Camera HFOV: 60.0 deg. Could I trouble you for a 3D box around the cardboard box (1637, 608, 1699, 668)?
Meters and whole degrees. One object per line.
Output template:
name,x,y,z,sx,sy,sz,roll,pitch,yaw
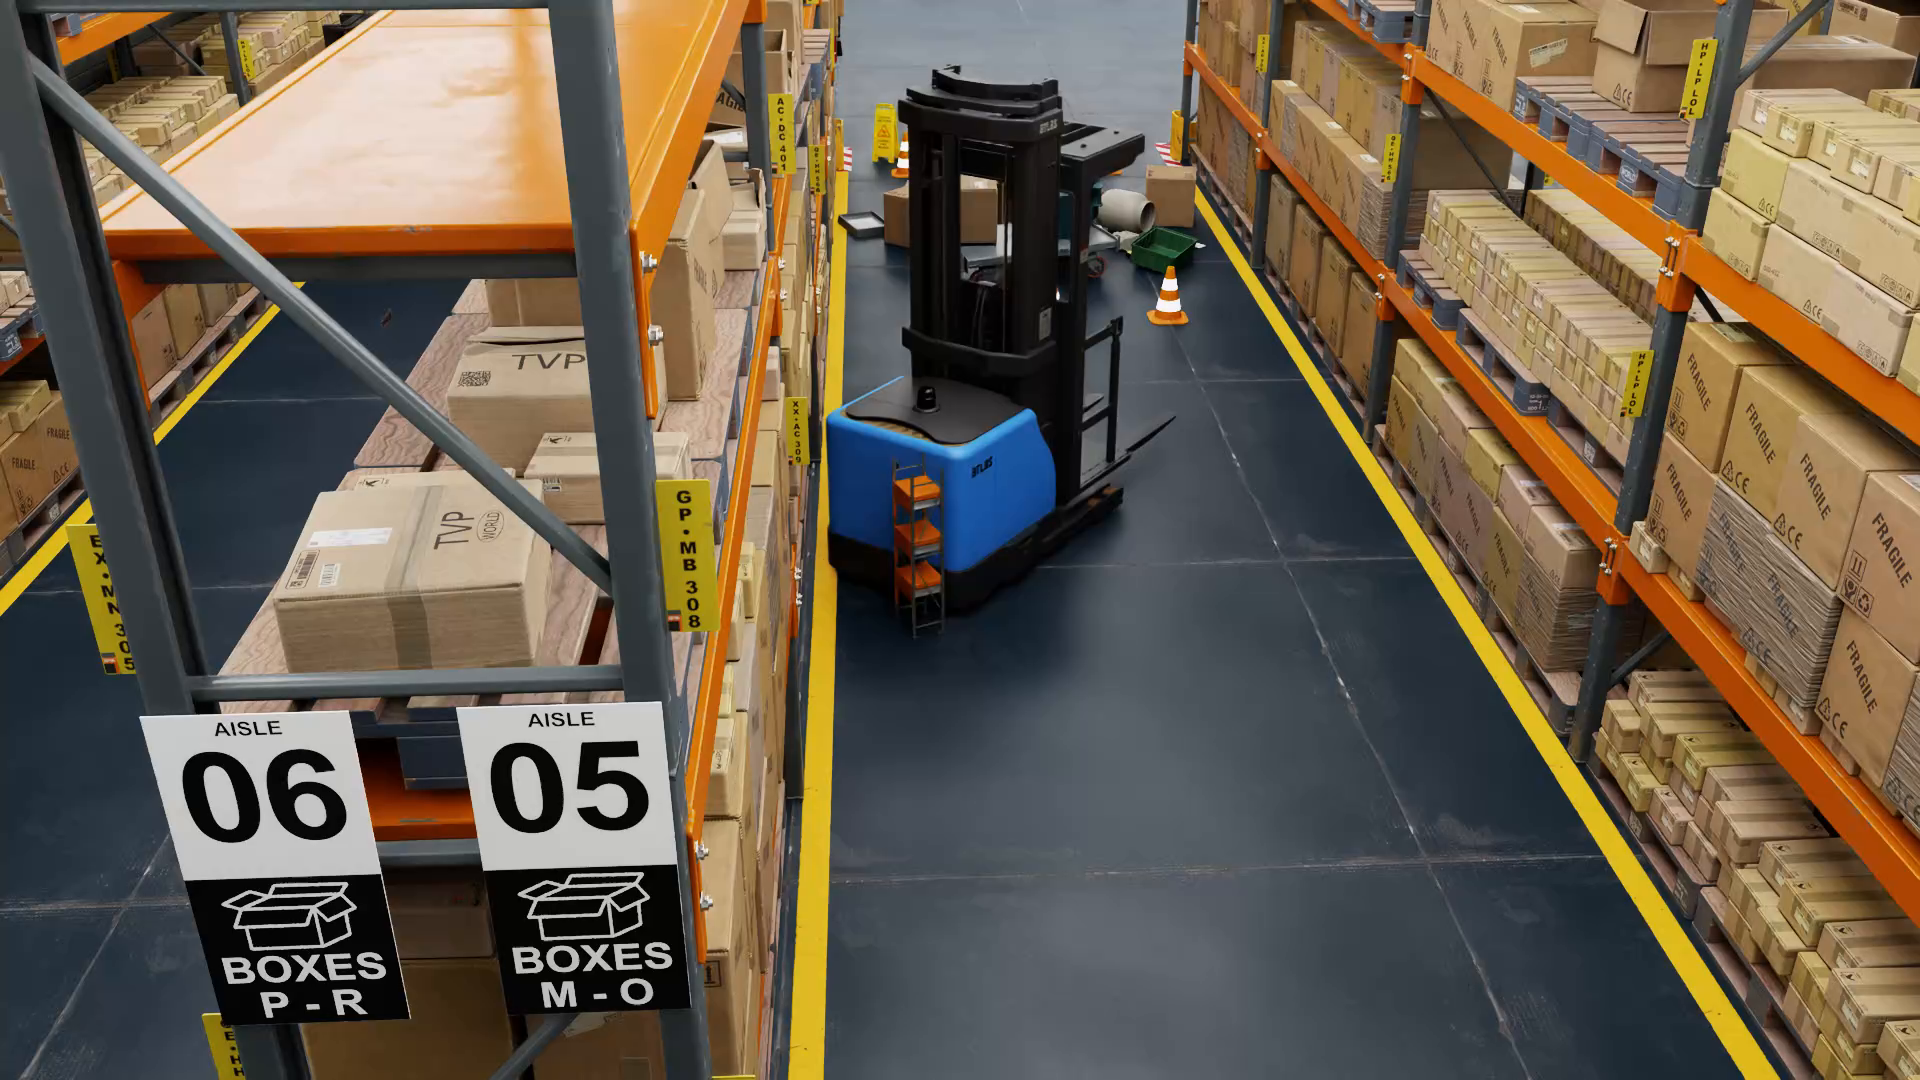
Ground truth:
cardboard box,3.884,0.357,9.070,0.500,0.500,0.500,0,28,-1

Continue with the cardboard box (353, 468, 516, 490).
cardboard box,-1.287,-0.050,4.068,0.380,0.149,0.250,-3,28,-7

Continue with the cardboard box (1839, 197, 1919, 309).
cardboard box,3.477,-1.011,5.823,0.500,0.250,0.500,-1,28,-2

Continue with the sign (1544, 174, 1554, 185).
sign,3.990,-2.560,11.248,0.100,0.325,0.005,-1,28,-3

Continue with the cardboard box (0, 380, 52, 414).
cardboard box,-6.167,-0.920,10.818,0.380,0.149,0.250,-3,28,-5

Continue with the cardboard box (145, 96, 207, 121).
cardboard box,-6.277,-3.452,13.316,0.380,0.149,0.250,-2,28,-4

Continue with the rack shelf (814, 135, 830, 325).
rack shelf,-1.594,-2.503,13.083,1.077,0.370,4.000,-1,28,-3

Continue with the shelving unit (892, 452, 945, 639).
shelving unit,-0.236,0.037,9.544,0.215,1.050,0.252,-13,30,-23

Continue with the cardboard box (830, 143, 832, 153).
cardboard box,-1.499,-3.571,16.061,0.500,0.500,0.500,0,28,-1

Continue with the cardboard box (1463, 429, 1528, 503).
cardboard box,3.311,-0.447,9.801,0.500,0.250,0.500,-3,28,-5

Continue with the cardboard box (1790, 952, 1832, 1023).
cardboard box,3.490,1.742,6.474,0.380,0.149,0.250,0,28,0

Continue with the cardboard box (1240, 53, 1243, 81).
cardboard box,3.247,-4.654,16.267,0.875,0.550,0.550,-1,28,-3

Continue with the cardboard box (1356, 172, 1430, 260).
cardboard box,3.157,-2.310,11.828,0.500,0.500,0.500,-1,28,-3

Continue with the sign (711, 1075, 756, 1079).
sign,-0.517,1.367,3.864,0.100,0.325,0.005,-1,28,-3

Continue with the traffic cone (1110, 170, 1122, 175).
traffic cone,1.641,-4.355,18.599,0.336,0.463,0.334,-1,28,-3

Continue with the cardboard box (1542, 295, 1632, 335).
cardboard box,3.392,-1.215,9.009,0.380,0.149,0.250,-2,28,-4

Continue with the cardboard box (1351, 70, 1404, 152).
cardboard box,3.378,-3.230,12.510,0.700,0.500,0.500,-2,28,-3

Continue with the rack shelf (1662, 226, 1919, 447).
rack shelf,3.762,-0.305,5.624,1.077,0.370,4.000,-1,28,-3

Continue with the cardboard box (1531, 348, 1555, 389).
cardboard box,3.381,-0.950,9.145,0.380,0.149,0.250,-3,28,-5

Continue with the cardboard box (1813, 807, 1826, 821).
cardboard box,3.945,1.108,7.366,0.380,0.149,0.250,-1,28,-1

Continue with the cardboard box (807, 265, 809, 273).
cardboard box,-1.180,-1.599,10.194,0.500,0.250,0.500,-2,28,-4

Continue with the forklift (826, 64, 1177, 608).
forklift,0.436,-1.528,10.510,1.130,2.935,3.031,18,32,30

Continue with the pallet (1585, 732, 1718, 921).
pallet,3.728,1.329,7.974,1.003,0.211,1.213,-1,28,-3

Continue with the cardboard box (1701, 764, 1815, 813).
cardboard box,3.523,1.125,7.334,0.380,0.149,0.250,-2,28,-4

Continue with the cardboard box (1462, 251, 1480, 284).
cardboard box,3.320,-1.678,10.220,0.380,0.149,0.250,-1,28,-2

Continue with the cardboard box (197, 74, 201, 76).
cardboard box,-6.948,-3.869,14.817,0.500,0.500,0.500,-2,28,-3

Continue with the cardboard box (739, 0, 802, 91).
cardboard box,-1.108,-2.652,8.785,0.500,0.500,0.500,-1,28,-2

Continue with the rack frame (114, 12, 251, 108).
rack frame,-6.655,-3.624,14.454,1.000,3.000,0.127,-1,28,-3

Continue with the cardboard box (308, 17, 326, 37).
cardboard box,-6.475,-5.058,16.394,0.380,0.149,0.250,-1,28,-2

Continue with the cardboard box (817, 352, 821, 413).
cardboard box,-1.509,-1.180,12.157,0.950,0.372,0.625,-3,28,-6

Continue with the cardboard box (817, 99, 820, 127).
cardboard box,-1.418,-3.671,13.661,0.500,0.500,0.500,-1,28,-2

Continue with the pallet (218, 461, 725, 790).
pallet,-1.121,0.163,4.045,1.003,0.211,1.213,-1,28,-3

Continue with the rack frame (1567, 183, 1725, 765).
rack frame,3.658,-0.217,7.923,1.000,3.000,0.127,-1,28,-3

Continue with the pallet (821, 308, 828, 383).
pallet,-1.589,-1.585,13.560,1.003,0.211,1.213,-1,28,-3

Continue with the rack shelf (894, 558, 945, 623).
rack shelf,-0.236,0.293,9.677,0.215,0.259,0.240,-13,30,-23

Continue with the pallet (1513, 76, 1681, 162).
pallet,3.674,-2.230,8.742,1.213,0.211,1.003,-1,28,-3

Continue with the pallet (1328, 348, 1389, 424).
pallet,3.483,-1.194,12.811,1.003,0.211,1.213,-1,28,-3

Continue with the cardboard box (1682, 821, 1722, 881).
cardboard box,3.498,1.389,7.472,0.380,0.149,0.250,-2,28,-4

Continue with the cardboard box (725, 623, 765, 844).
cardboard box,-0.881,0.604,5.159,0.500,0.500,0.500,-2,28,-3

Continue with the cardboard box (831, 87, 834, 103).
cardboard box,-1.519,-4.648,17.425,0.380,0.149,0.250,-1,28,-1

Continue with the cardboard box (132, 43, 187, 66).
cardboard box,-6.973,-4.228,14.481,0.380,0.149,0.250,-1,28,-3

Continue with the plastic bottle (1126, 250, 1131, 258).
plastic bottle,1.718,-2.700,15.860,0.133,0.061,0.283,-17,32,-29

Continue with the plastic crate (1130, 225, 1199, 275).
plastic crate,1.922,-2.739,15.736,0.450,0.188,0.662,22,34,18

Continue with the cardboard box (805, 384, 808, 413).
cardboard box,-1.079,-0.670,8.953,0.500,0.250,0.500,-2,28,-3

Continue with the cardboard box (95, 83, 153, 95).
cardboard box,-6.889,-3.663,13.720,0.380,0.149,0.250,-2,28,-4

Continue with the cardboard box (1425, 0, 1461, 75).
cardboard box,3.213,-3.169,10.230,0.500,0.500,0.500,-1,28,-3

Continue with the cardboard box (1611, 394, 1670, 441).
cardboard box,3.440,-0.603,8.158,0.380,0.149,0.250,-1,28,-1

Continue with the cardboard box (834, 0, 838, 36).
cardboard box,-1.509,-5.042,15.663,0.700,0.500,0.500,-2,28,-4

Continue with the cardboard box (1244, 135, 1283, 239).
cardboard box,3.277,-3.448,15.961,0.875,0.875,0.875,-1,28,-2

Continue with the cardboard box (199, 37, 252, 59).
cardboard box,-6.497,-4.360,14.735,0.380,0.149,0.250,-1,28,-2

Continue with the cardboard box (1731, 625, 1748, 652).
cardboard box,3.508,0.398,7.015,0.380,0.149,0.250,-3,28,-5

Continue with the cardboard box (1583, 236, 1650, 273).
cardboard box,3.981,-1.716,9.971,0.380,0.149,0.250,-1,28,-3

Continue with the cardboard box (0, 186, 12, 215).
cardboard box,-6.169,-2.263,11.035,0.380,0.149,0.250,-1,28,-1

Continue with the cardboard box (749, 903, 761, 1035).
cardboard box,-0.864,1.290,4.924,0.500,0.500,0.500,-2,28,-3

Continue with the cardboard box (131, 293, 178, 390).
cardboard box,-6.507,-1.500,12.496,0.875,0.625,0.625,-1,28,-1
